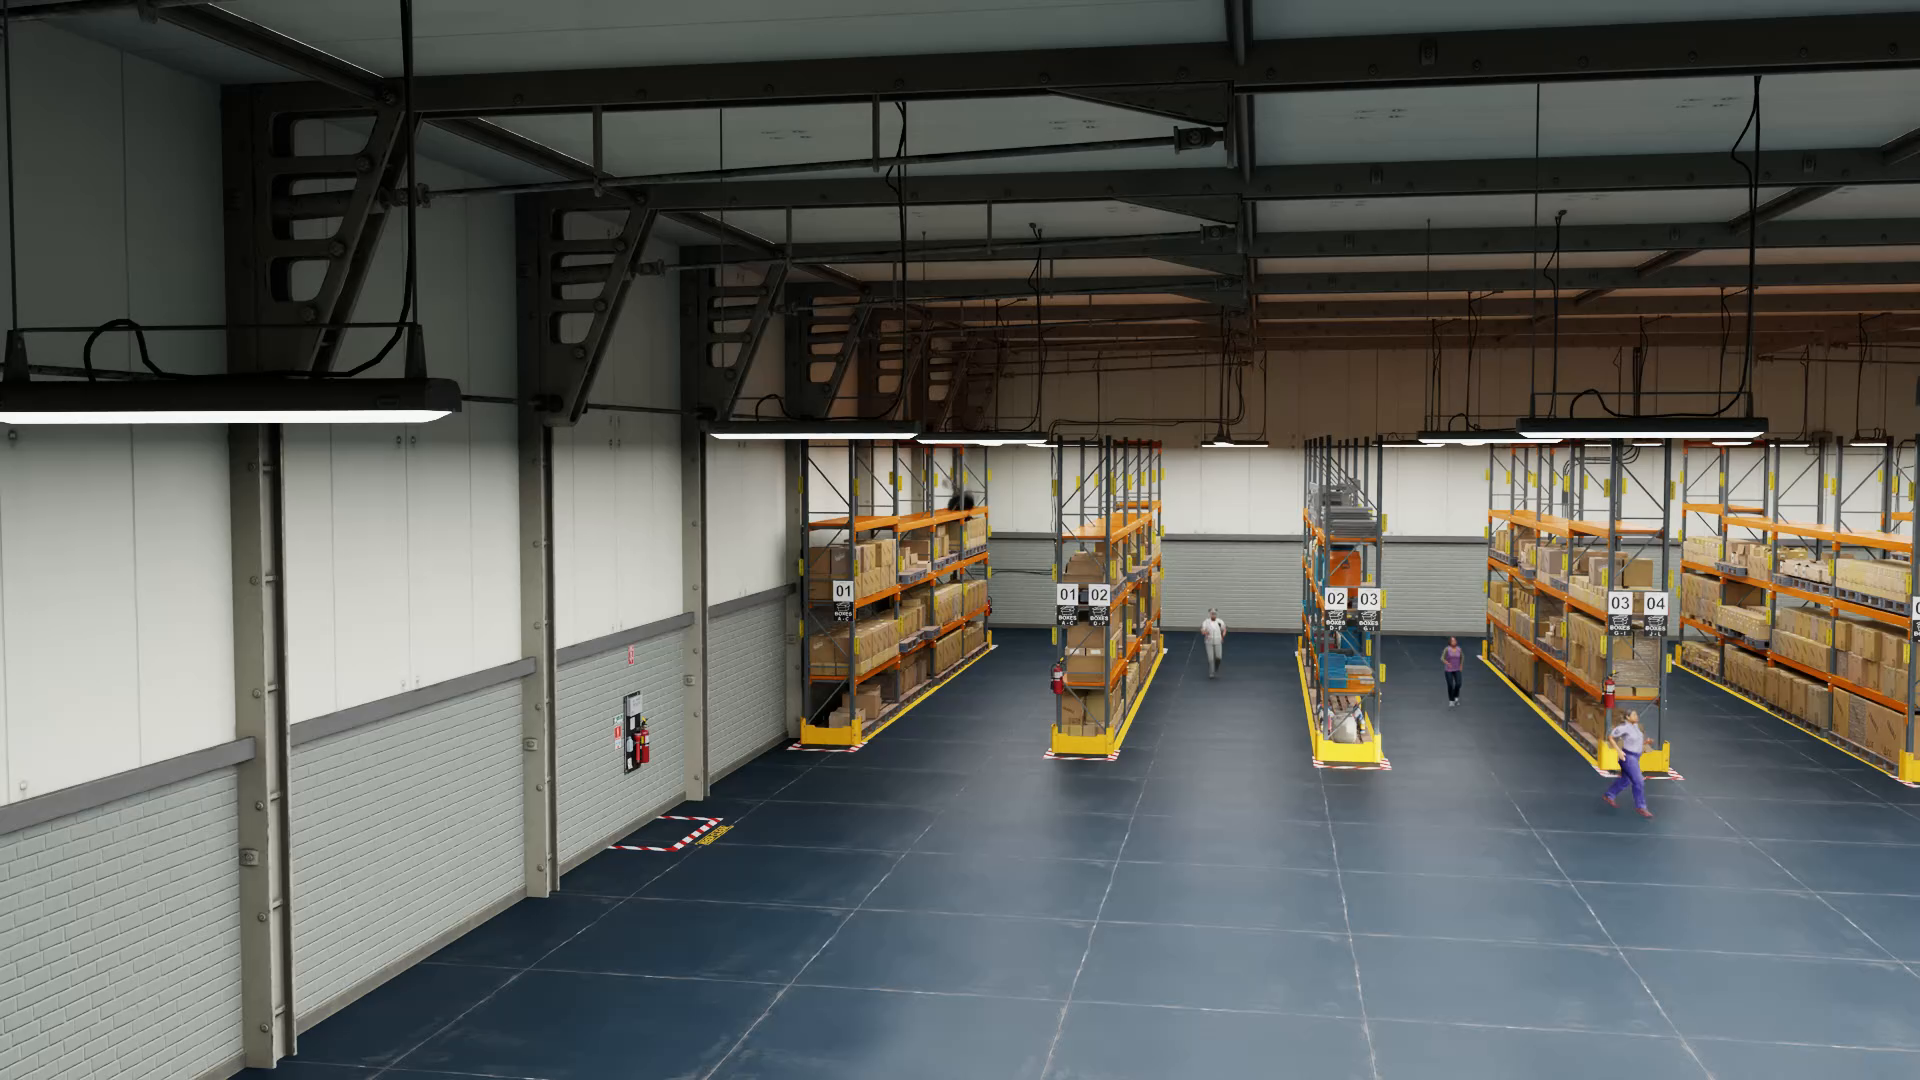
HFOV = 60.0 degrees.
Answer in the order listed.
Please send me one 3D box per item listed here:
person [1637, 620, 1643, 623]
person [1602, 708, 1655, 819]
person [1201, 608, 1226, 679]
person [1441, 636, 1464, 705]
[{"bbox_3d":[17.993,2.505,44.520,0.616,1.683,0.857,2,4,36],"label":"person"},{"bbox_3d":[10.508,3.476,26.115,0.873,1.680,0.594,3,4,40],"label":"person"},{"bbox_3d":[6.361,2.598,41.659,0.644,1.796,0.660,0,3,5],"label":"person"},{"bbox_3d":[10.986,2.926,37.059,0.536,1.565,0.585,0,3,7],"label":"person"}]
